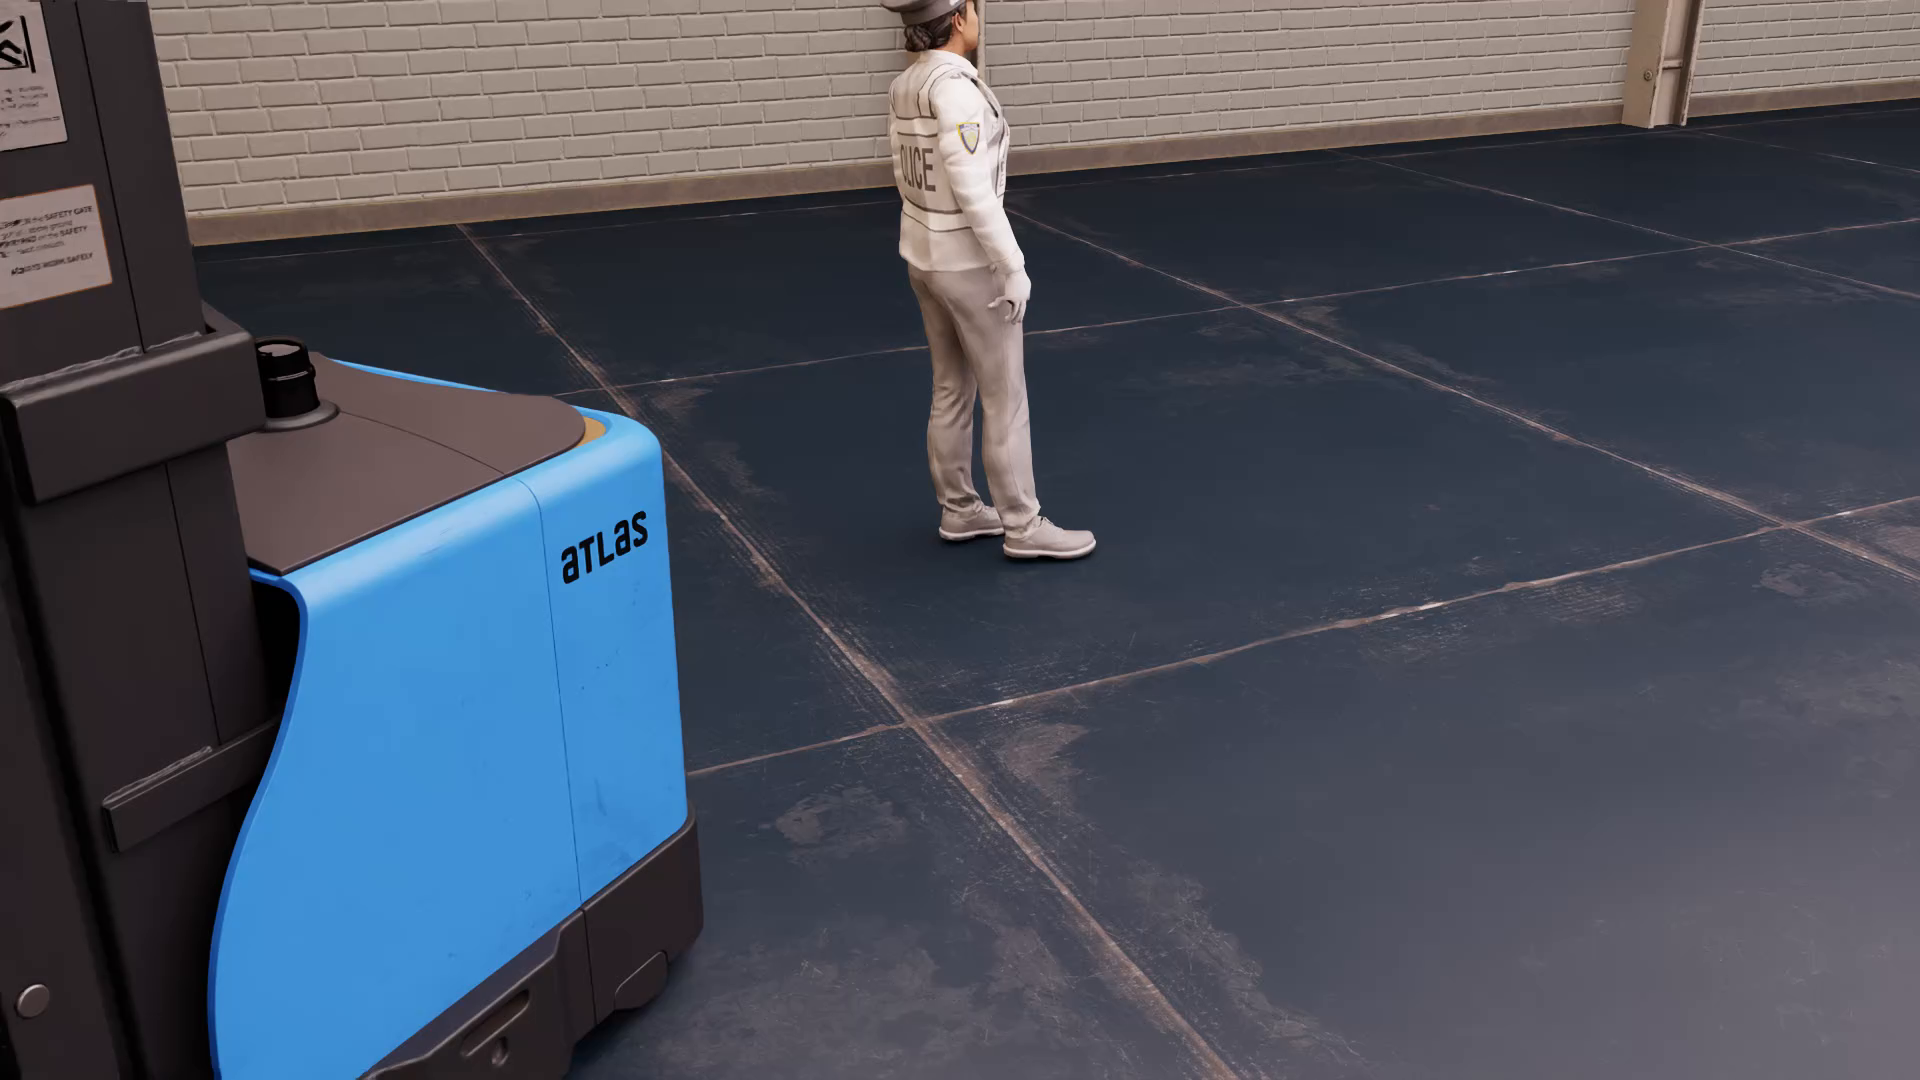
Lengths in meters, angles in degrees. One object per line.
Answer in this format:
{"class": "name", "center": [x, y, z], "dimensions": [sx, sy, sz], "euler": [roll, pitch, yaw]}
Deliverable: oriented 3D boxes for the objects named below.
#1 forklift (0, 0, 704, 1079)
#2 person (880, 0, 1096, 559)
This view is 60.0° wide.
{"class": "forklift", "center": [-1.639, -0.158, 1.667], "dimensions": [1.130, 2.935, 3.031], "euler": [12, 25, 26]}
{"class": "person", "center": [0.063, -0.798, 4.800], "dimensions": [0.533, 1.696, 0.588], "euler": [-10, 25, -23]}
